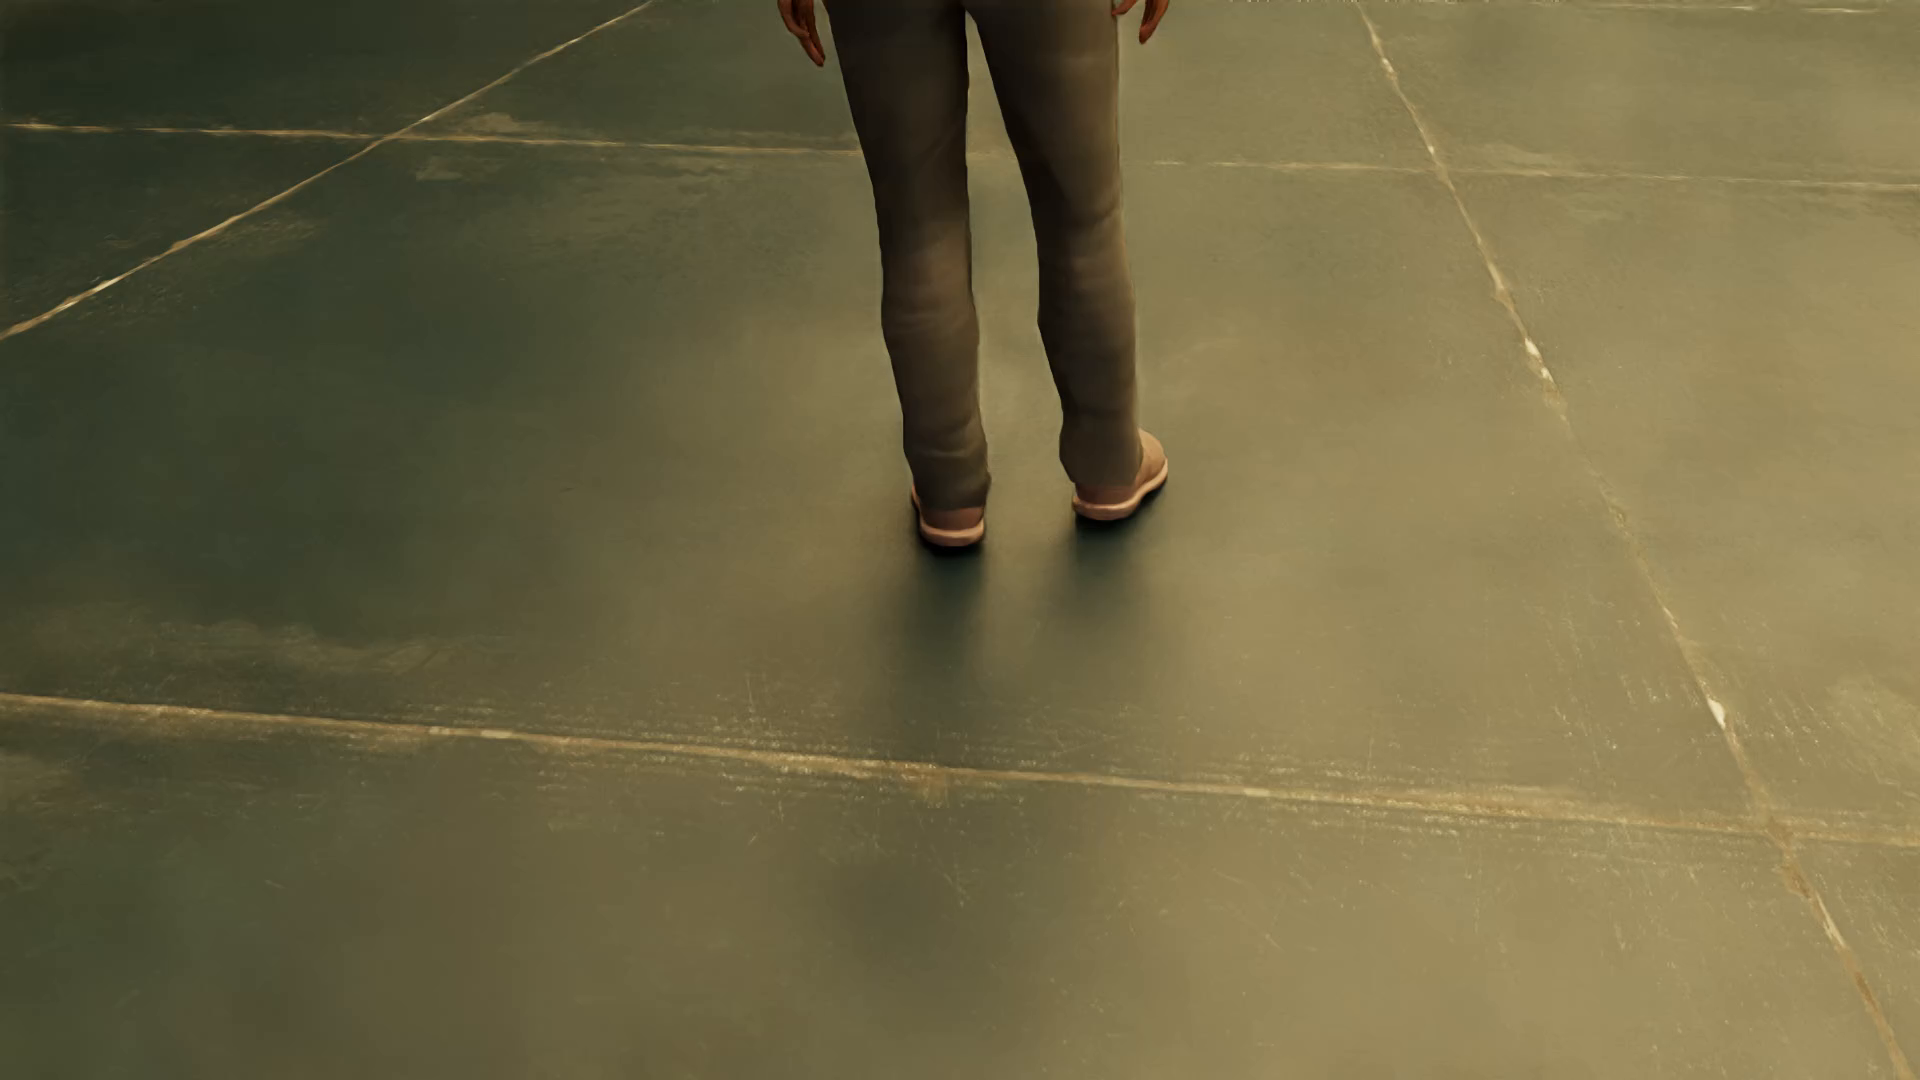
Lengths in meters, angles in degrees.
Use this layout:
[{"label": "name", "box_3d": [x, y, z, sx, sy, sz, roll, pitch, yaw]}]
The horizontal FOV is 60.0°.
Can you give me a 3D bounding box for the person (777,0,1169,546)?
[{"label": "person", "box_3d": [0.031, -0.784, 2.203, 0.570, 1.654, 0.503, 3, 27, 7]}]
